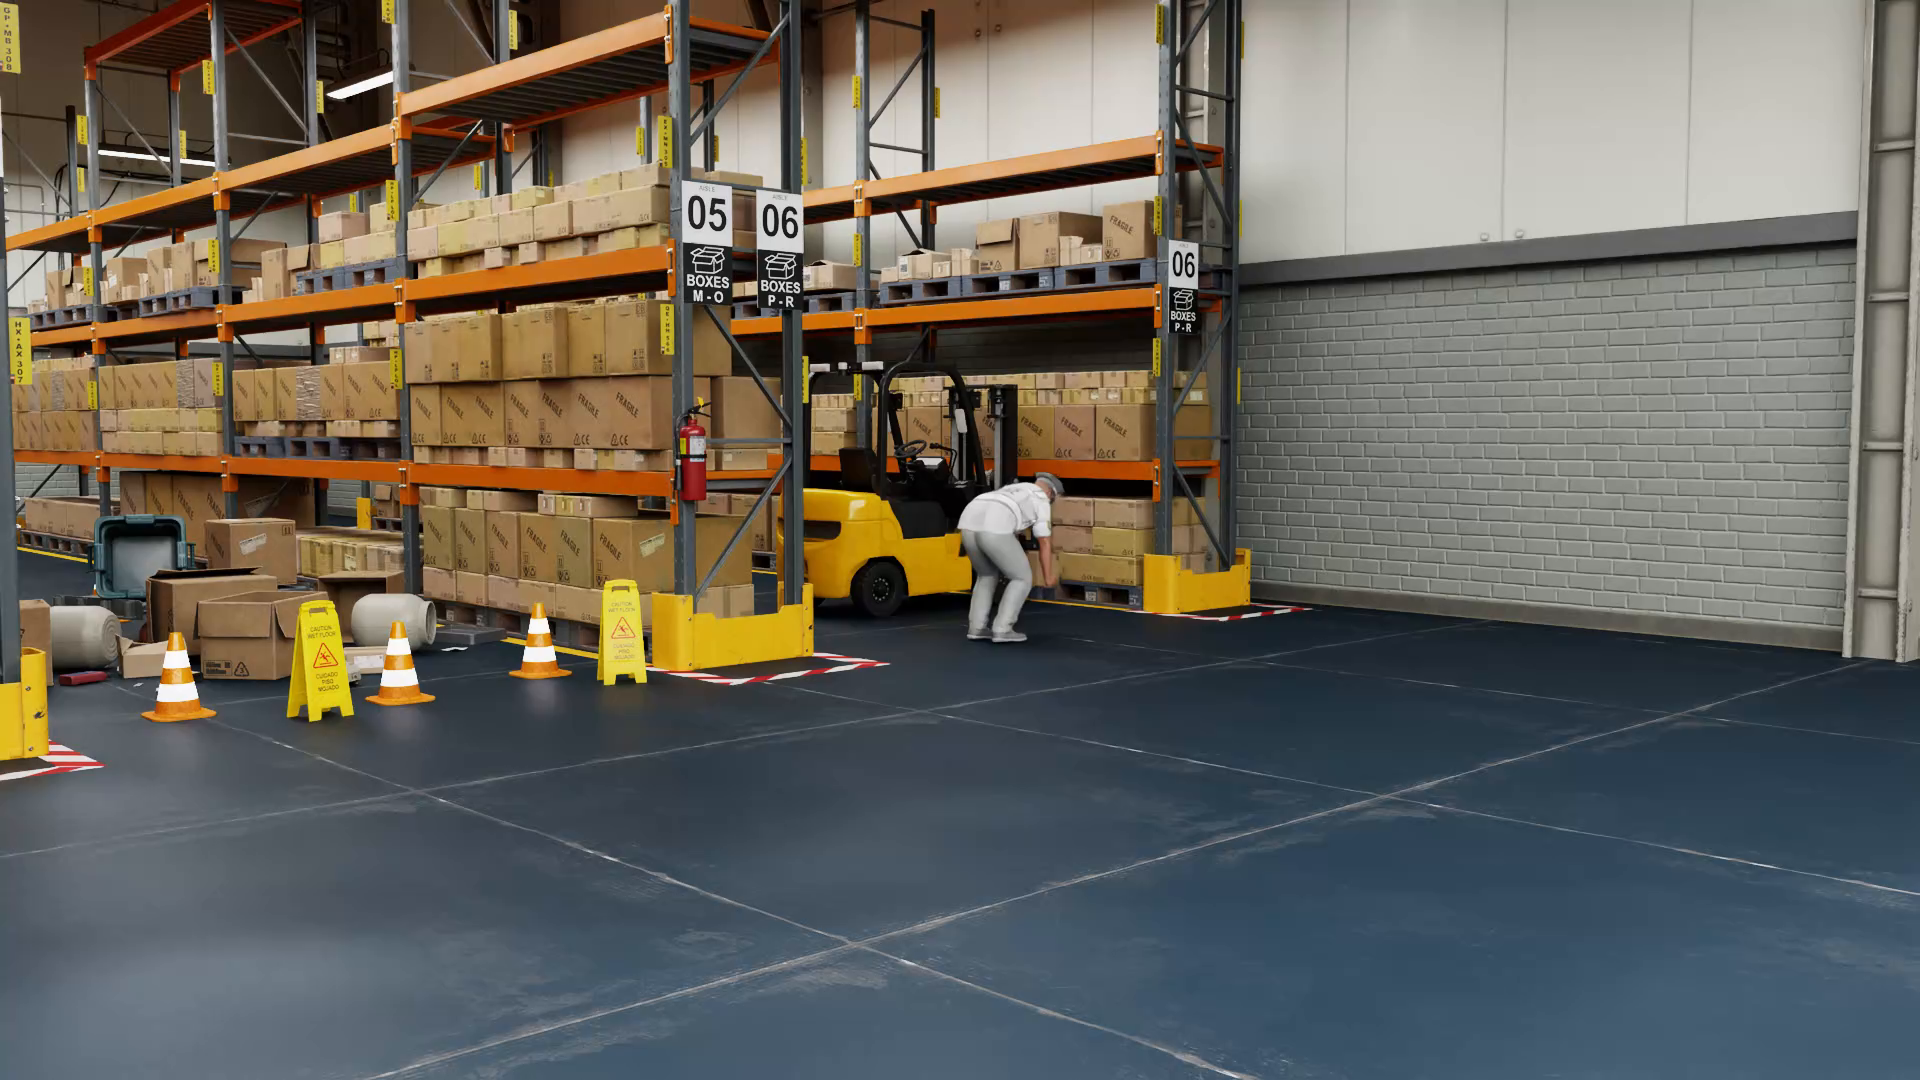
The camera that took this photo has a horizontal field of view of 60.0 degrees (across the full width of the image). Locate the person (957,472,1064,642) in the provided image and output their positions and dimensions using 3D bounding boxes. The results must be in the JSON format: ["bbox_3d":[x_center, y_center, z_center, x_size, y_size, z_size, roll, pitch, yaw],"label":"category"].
[{"bbox_3d":[0.421,0.120,12.613,0.506,1.260,1.013,4,5,44],"label":"person"}]
